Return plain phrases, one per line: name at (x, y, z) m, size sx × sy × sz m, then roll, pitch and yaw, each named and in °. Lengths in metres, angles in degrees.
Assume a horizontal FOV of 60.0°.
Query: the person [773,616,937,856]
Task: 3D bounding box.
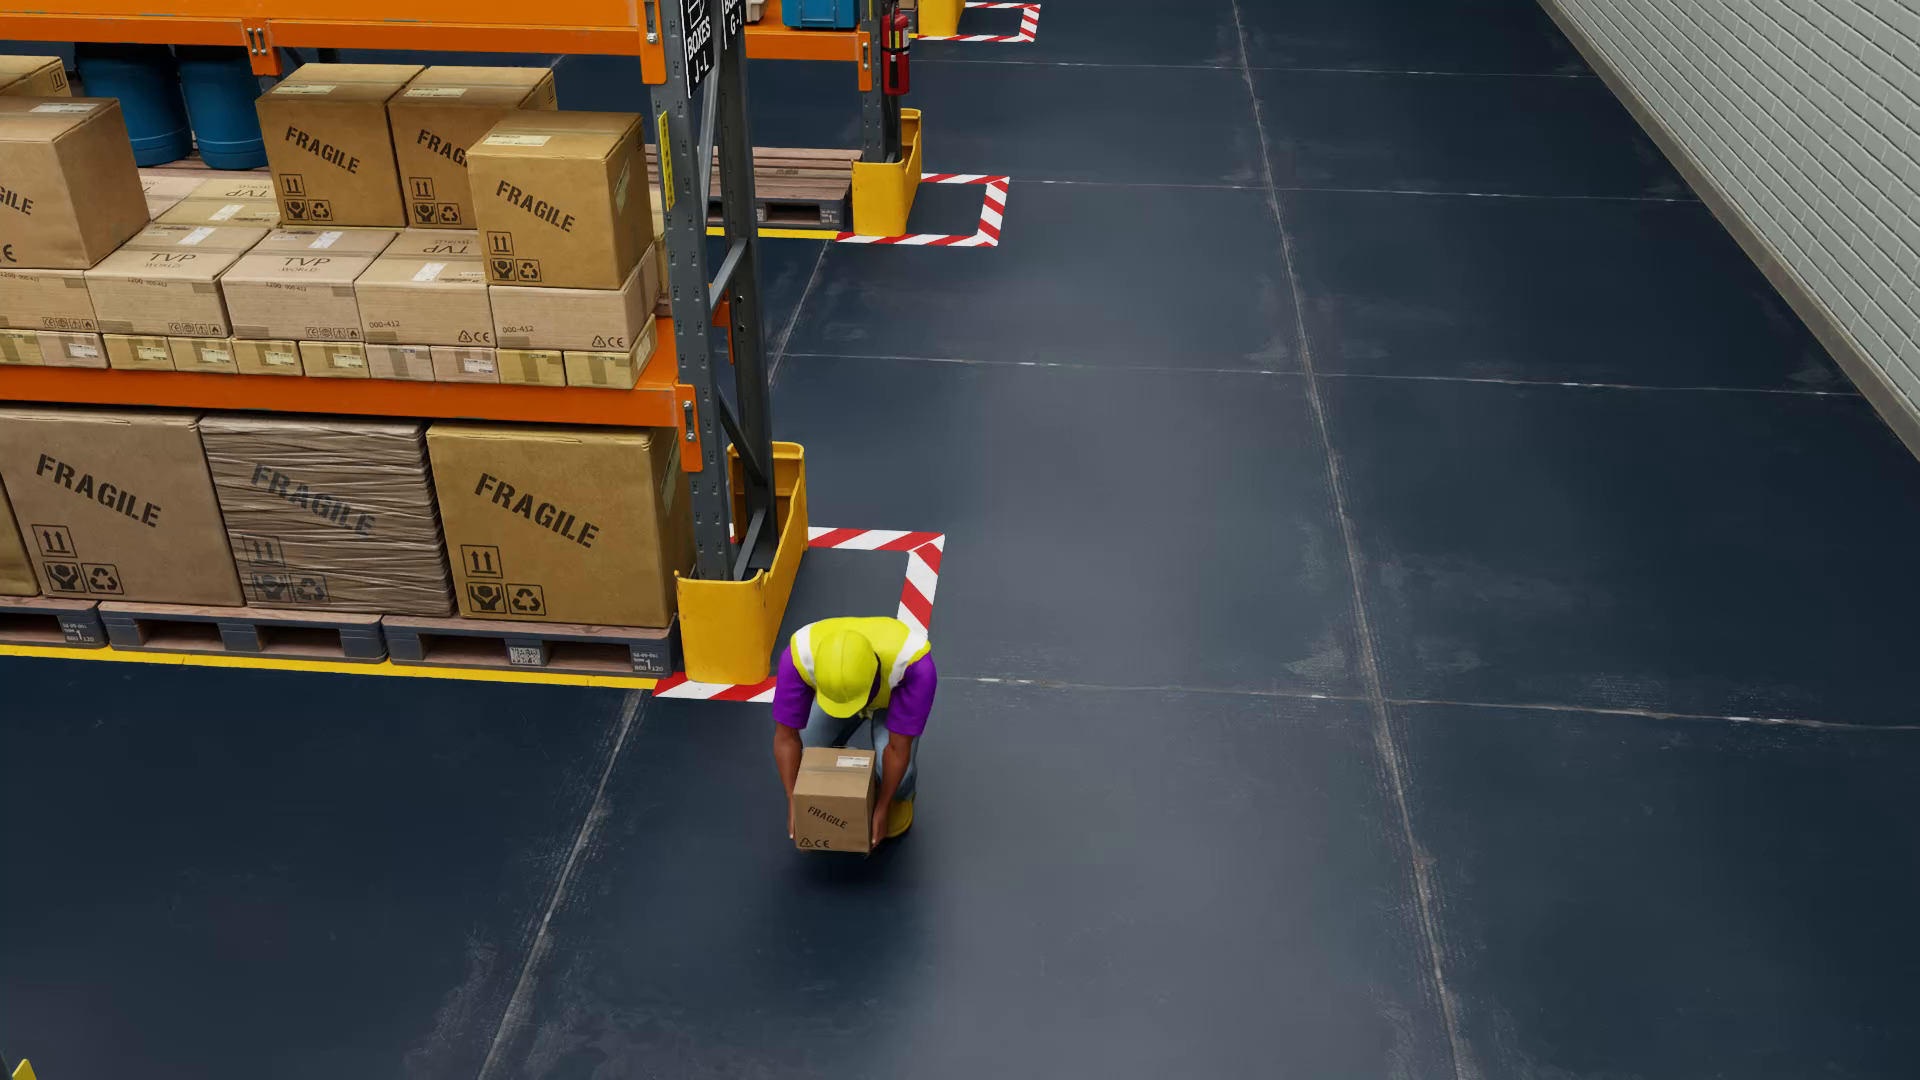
person at (-0.339, 0.596, 5.855) m, size 0.564 × 1.036 × 0.827 m, roll 8°, pitch 33°, yaw 12°
